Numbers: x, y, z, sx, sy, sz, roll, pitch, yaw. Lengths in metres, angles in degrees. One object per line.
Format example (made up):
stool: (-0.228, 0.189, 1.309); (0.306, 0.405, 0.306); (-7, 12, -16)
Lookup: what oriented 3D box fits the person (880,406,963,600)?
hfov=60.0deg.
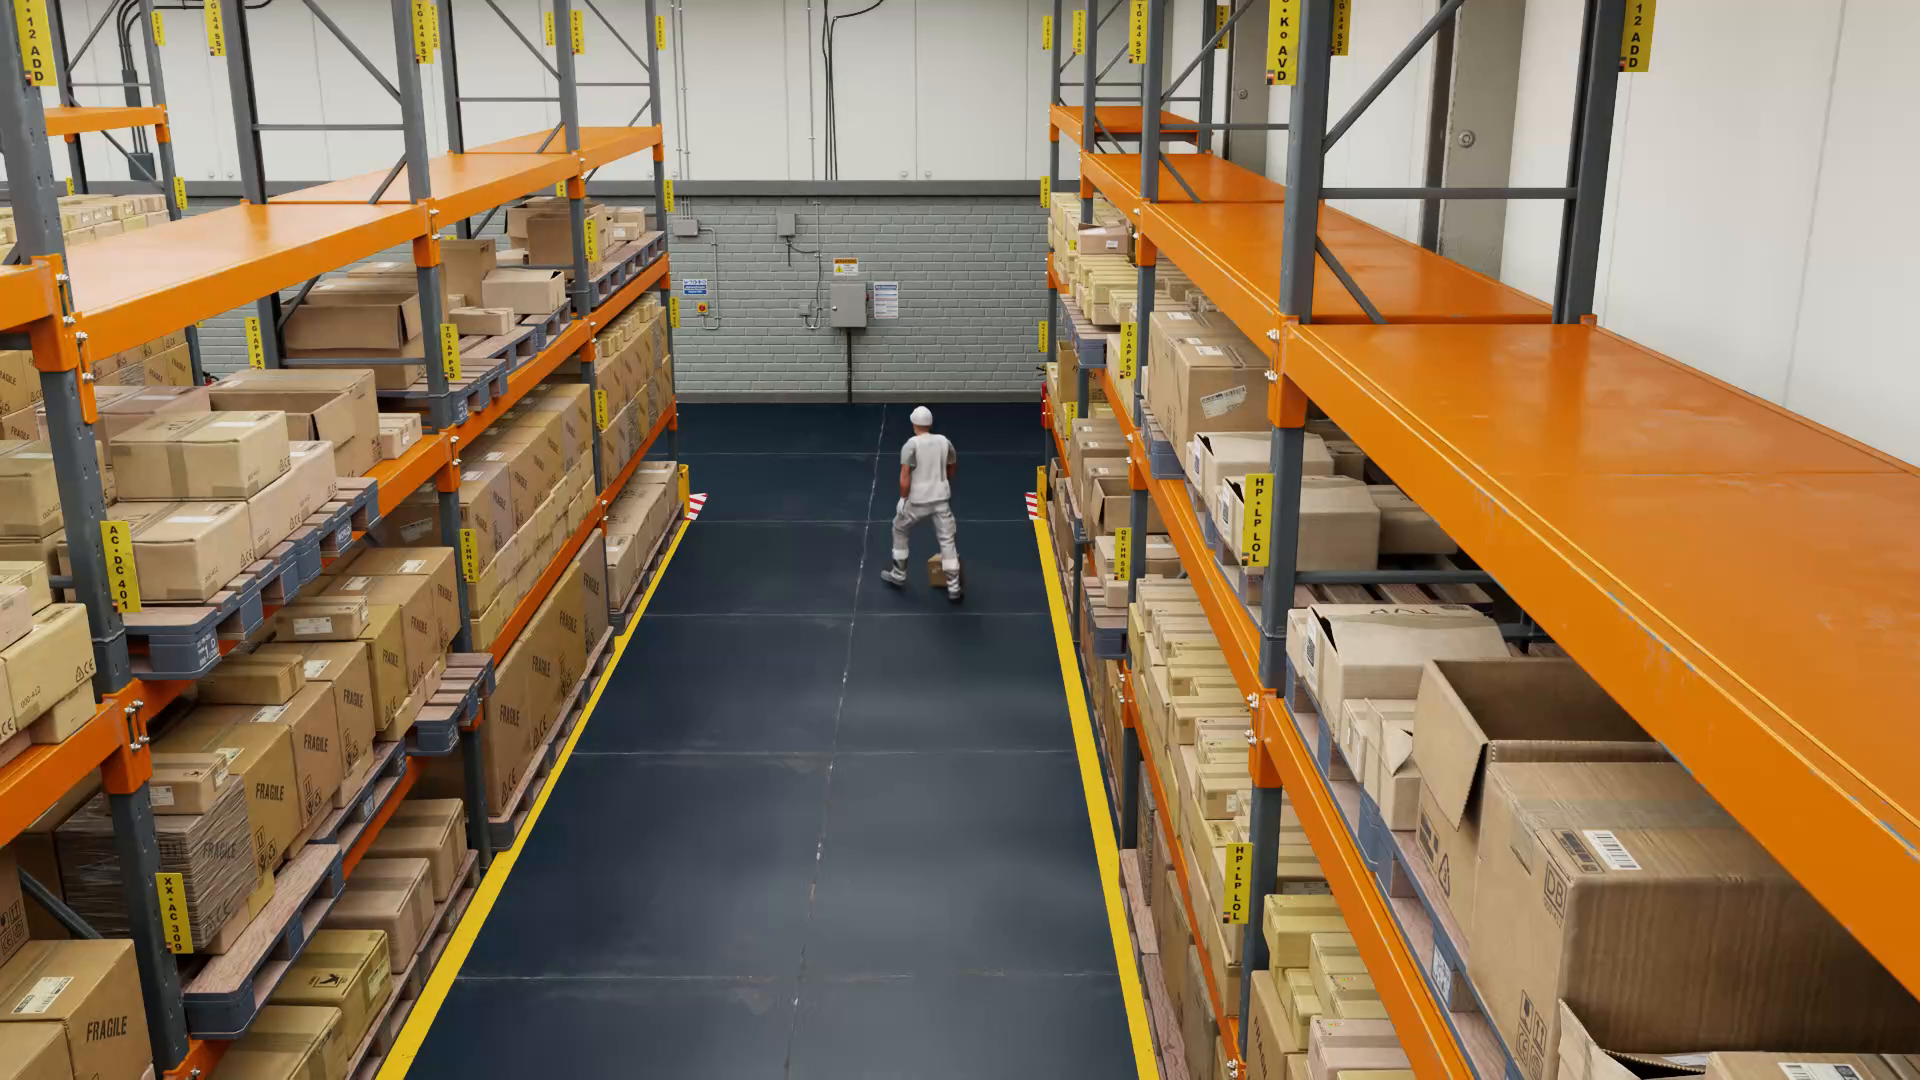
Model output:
person: (-0.311, -0.360, 15.324); (0.679, 1.718, 0.819); (-7, 18, -21)
